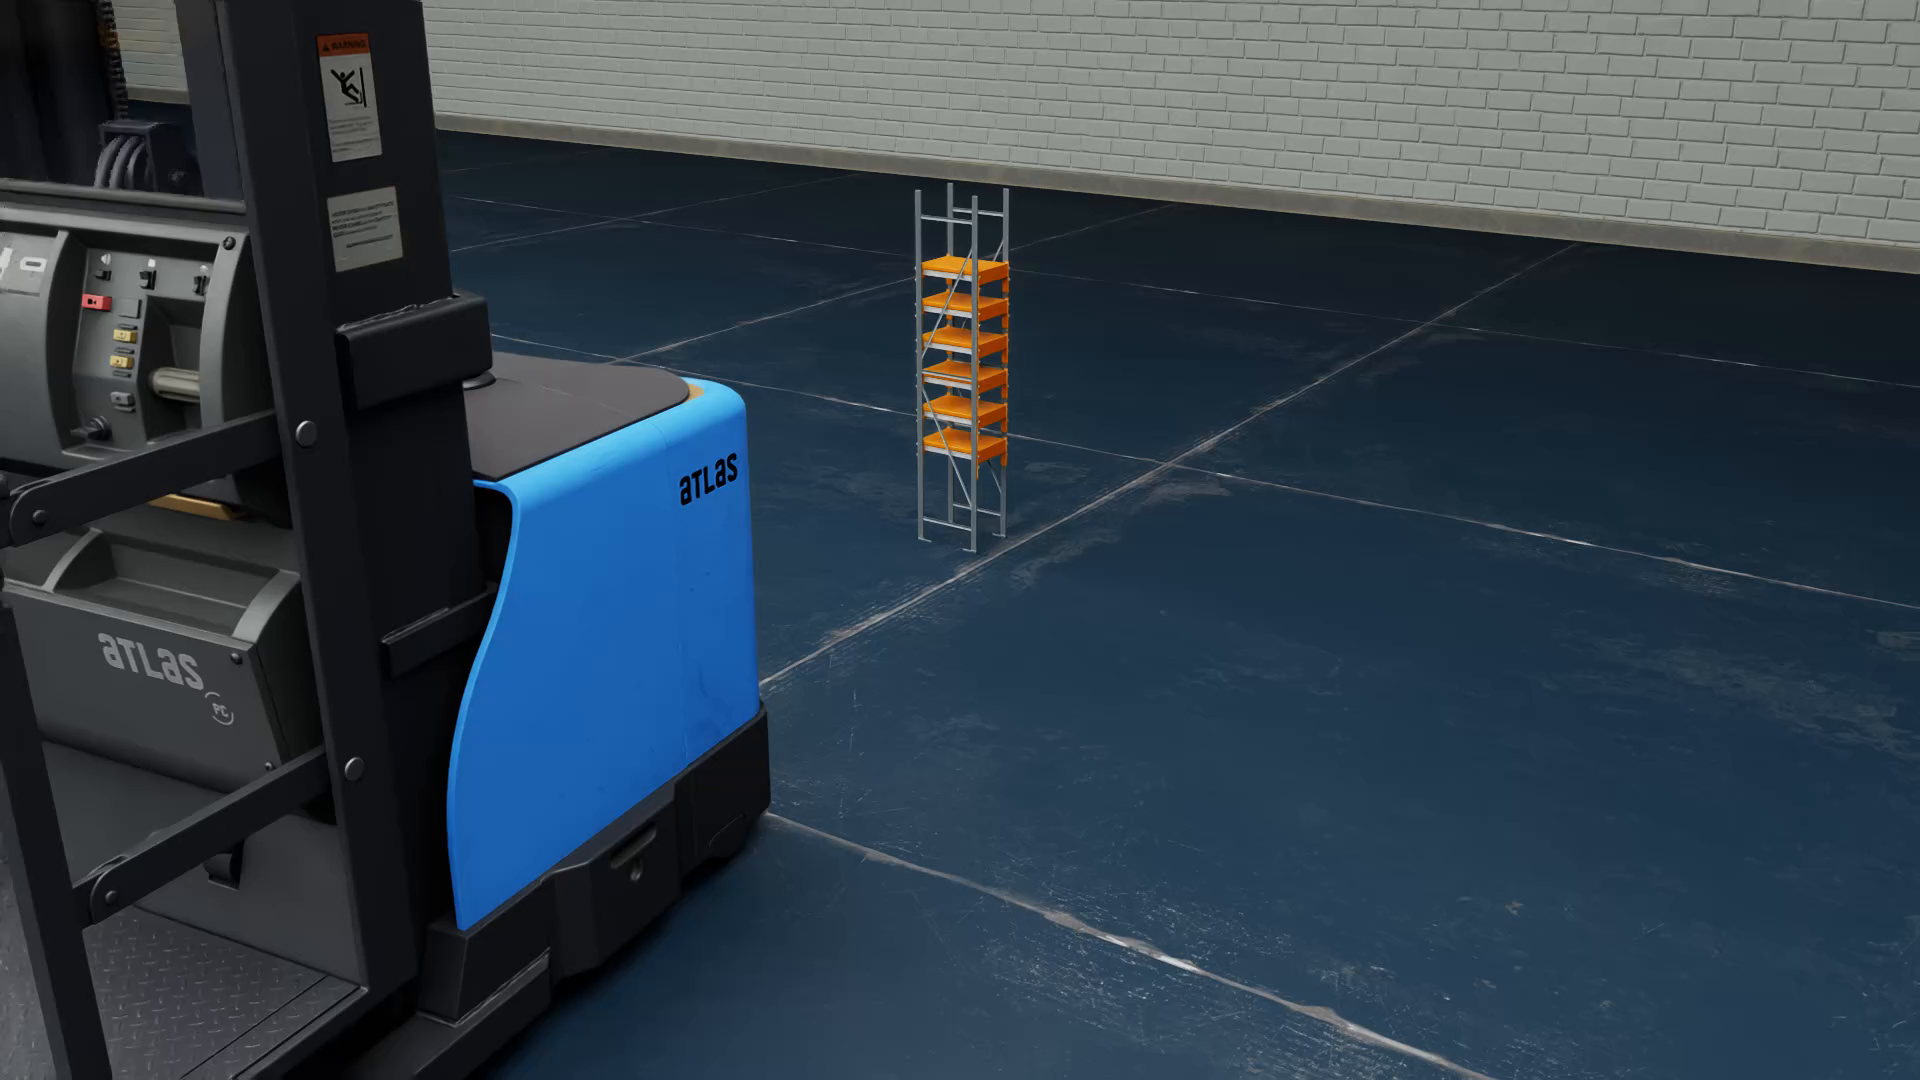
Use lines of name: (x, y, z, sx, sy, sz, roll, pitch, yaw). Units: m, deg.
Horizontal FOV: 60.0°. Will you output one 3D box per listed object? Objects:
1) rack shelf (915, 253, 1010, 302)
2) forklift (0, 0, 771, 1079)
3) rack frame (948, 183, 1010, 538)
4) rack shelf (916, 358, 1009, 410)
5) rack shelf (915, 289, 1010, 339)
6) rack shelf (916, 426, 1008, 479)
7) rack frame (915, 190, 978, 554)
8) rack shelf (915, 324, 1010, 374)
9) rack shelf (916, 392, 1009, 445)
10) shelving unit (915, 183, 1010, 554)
rack shelf: (0.008, -0.863, 5.459, 0.258, 0.103, 0.180, 13, 24, 32)
forklift: (-1.544, -0.318, 2.401, 1.130, 2.935, 3.031, 10, 22, 24)
rack frame: (0.060, -0.593, 5.639, 0.240, 1.200, 0.006, 13, 24, 32)
rack shelf: (0.008, -0.525, 5.583, 0.258, 0.103, 0.180, 13, 24, 32)
rack shelf: (0.008, -0.750, 5.500, 0.258, 0.103, 0.180, 13, 24, 32)
rack shelf: (0.008, -0.300, 5.667, 0.258, 0.103, 0.180, 13, 24, 32)
rack frame: (-0.043, -0.541, 5.497, 0.240, 1.200, 0.006, 13, 24, 32)
rack shelf: (0.008, -0.638, 5.542, 0.258, 0.103, 0.180, 13, 24, 32)
rack shelf: (0.008, -0.413, 5.625, 0.258, 0.103, 0.180, 13, 24, 32)
shelving unit: (0.008, -0.567, 5.568, 0.258, 1.200, 0.189, 13, 24, 32)
